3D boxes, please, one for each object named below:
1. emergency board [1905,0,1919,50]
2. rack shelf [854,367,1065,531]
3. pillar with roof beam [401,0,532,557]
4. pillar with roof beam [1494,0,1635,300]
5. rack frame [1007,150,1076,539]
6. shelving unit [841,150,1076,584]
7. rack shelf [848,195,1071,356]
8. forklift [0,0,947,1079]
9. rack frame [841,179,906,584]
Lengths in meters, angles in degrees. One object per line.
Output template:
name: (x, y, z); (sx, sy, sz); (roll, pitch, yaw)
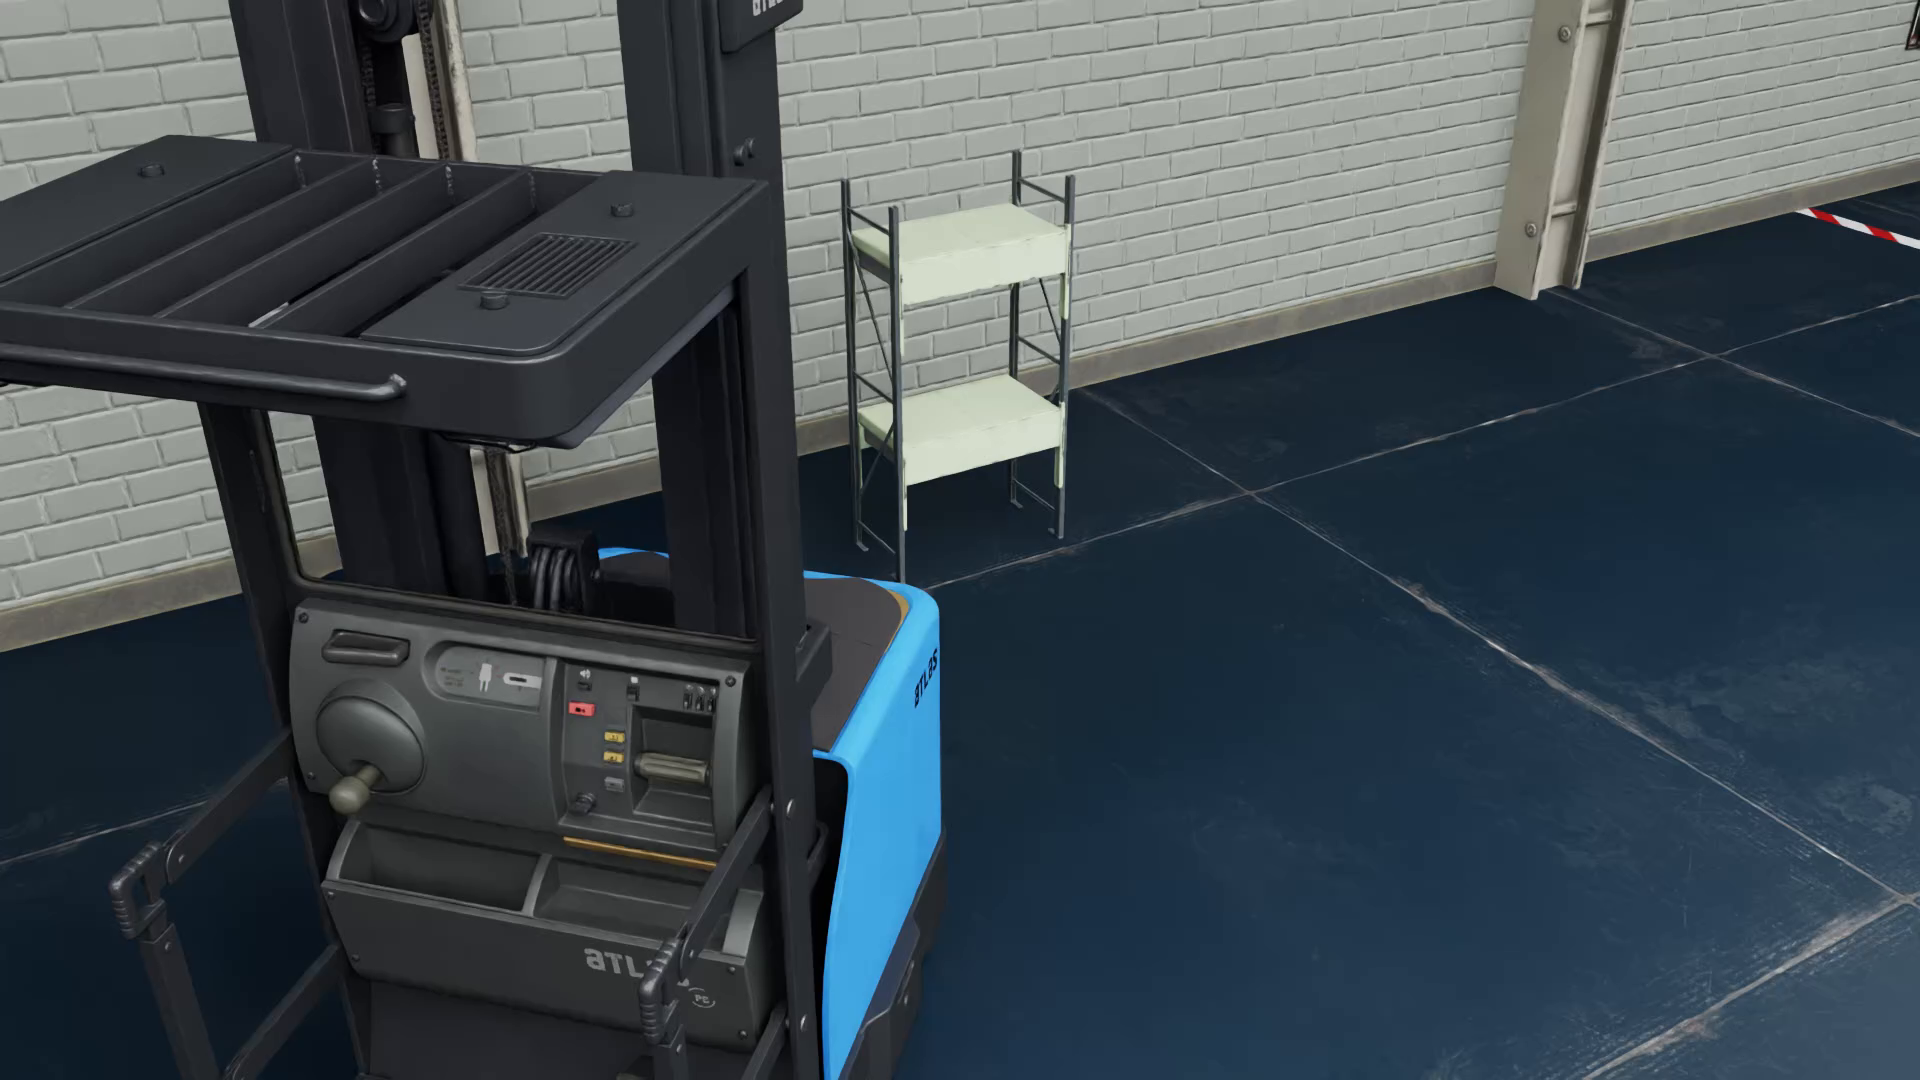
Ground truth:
emergency board: (6.234, -3.627, 10.218); (0.626, 1.169, 0.157); (-16, 33, -26)
rack shelf: (-0.006, -0.370, 6.542); (0.720, 0.370, 0.431); (-16, 33, -26)
pillar with roof beam: (0.236, -2.106, 1.253); (0.400, 9.000, 9.100); (-16, 33, -26)
pillar with roof beam: (5.409, -3.575, 3.915); (0.400, 9.000, 9.100); (-16, 33, -26)
rack frame: (0.310, -0.745, 6.547); (0.023, 1.500, 0.400); (-16, 33, -26)
shelving unit: (-0.006, -0.655, 6.385); (0.755, 1.500, 0.431); (-16, 33, -26)
rack shelf: (-0.006, -0.997, 6.196); (0.720, 0.370, 0.431); (-16, 33, -26)
forklift: (-0.902, 0.408, 2.978); (1.130, 2.935, 3.031); (7, 30, 13)
rack frame: (-0.321, -0.565, 6.222); (0.023, 1.500, 0.400); (-16, 33, -26)
